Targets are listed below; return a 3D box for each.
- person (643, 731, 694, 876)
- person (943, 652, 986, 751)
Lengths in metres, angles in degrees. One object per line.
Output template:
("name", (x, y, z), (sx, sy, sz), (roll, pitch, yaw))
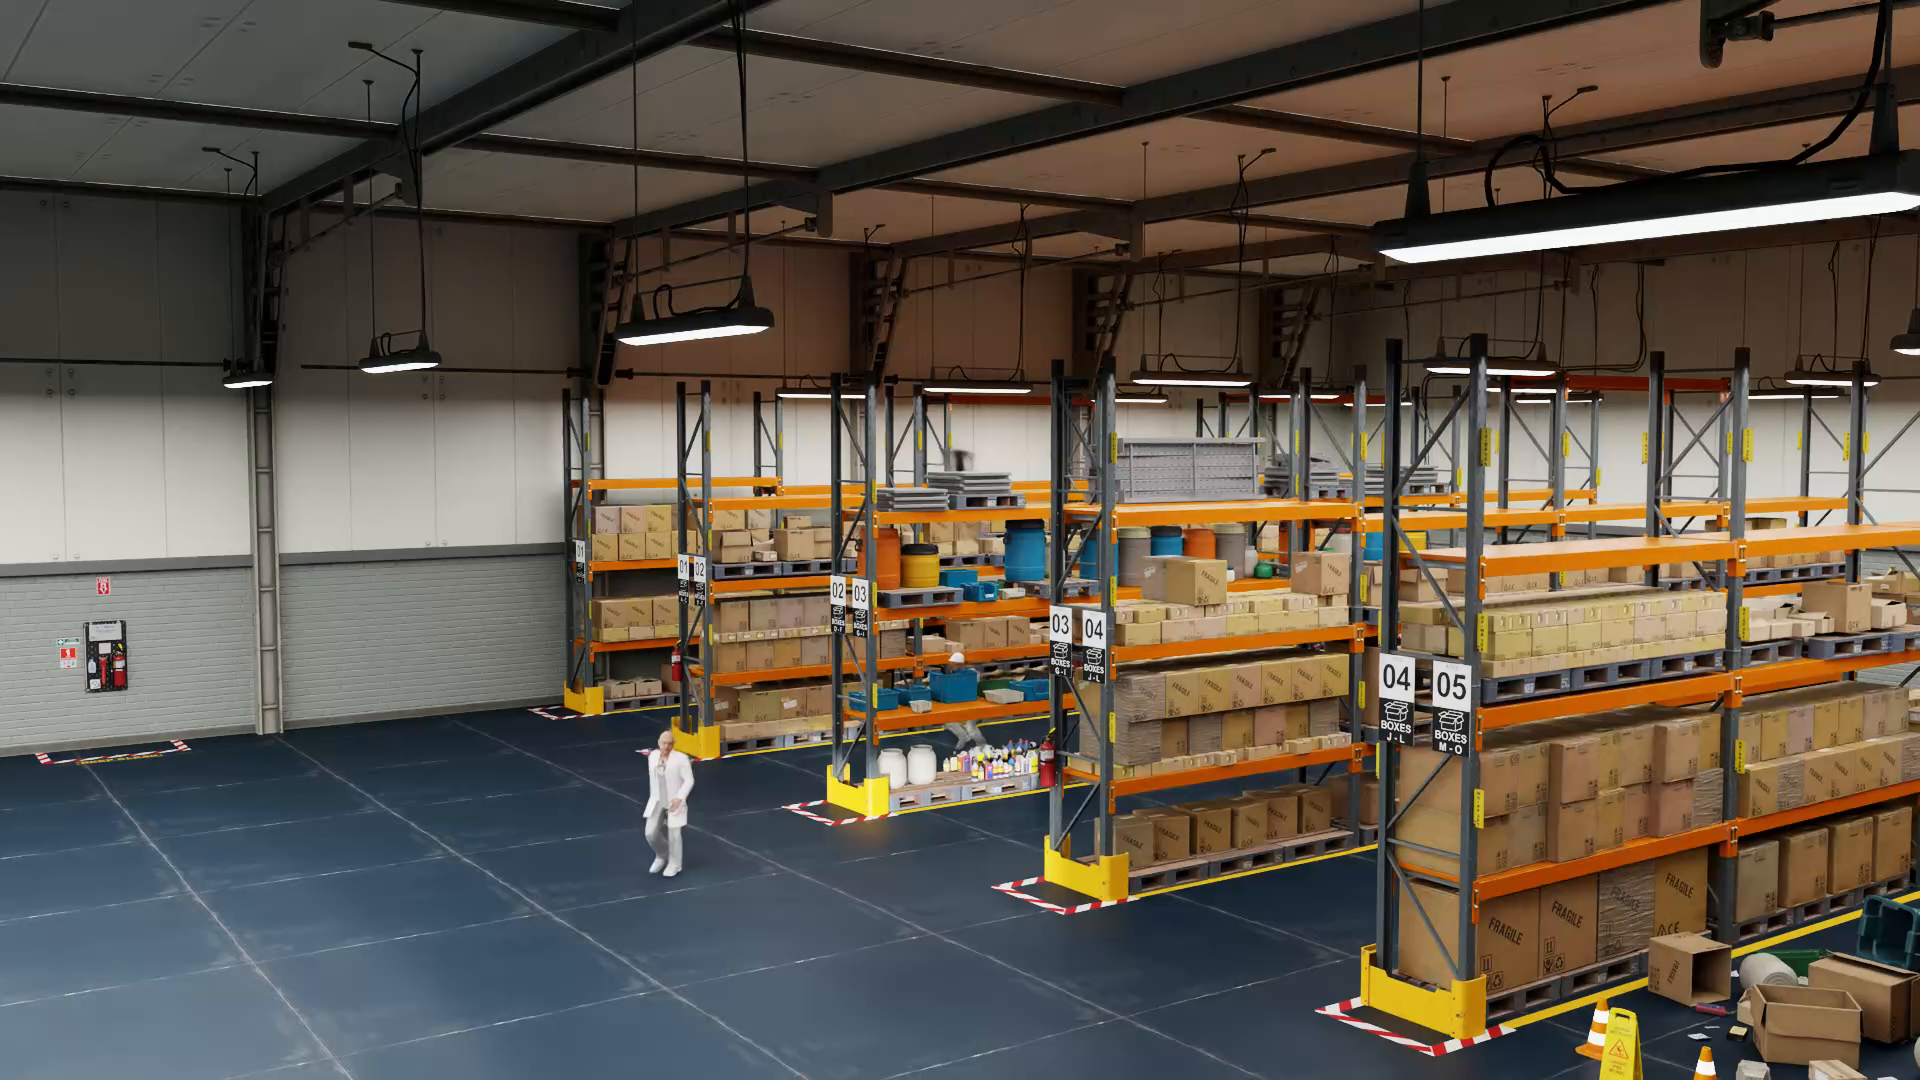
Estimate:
("person", (-3.378, 3.062, 19.198), (0.694, 1.743, 0.833), (1, 4, 11))
("person", (0.059, 2.609, 26.714), (0.960, 1.646, 0.653), (-3, 5, -38))
